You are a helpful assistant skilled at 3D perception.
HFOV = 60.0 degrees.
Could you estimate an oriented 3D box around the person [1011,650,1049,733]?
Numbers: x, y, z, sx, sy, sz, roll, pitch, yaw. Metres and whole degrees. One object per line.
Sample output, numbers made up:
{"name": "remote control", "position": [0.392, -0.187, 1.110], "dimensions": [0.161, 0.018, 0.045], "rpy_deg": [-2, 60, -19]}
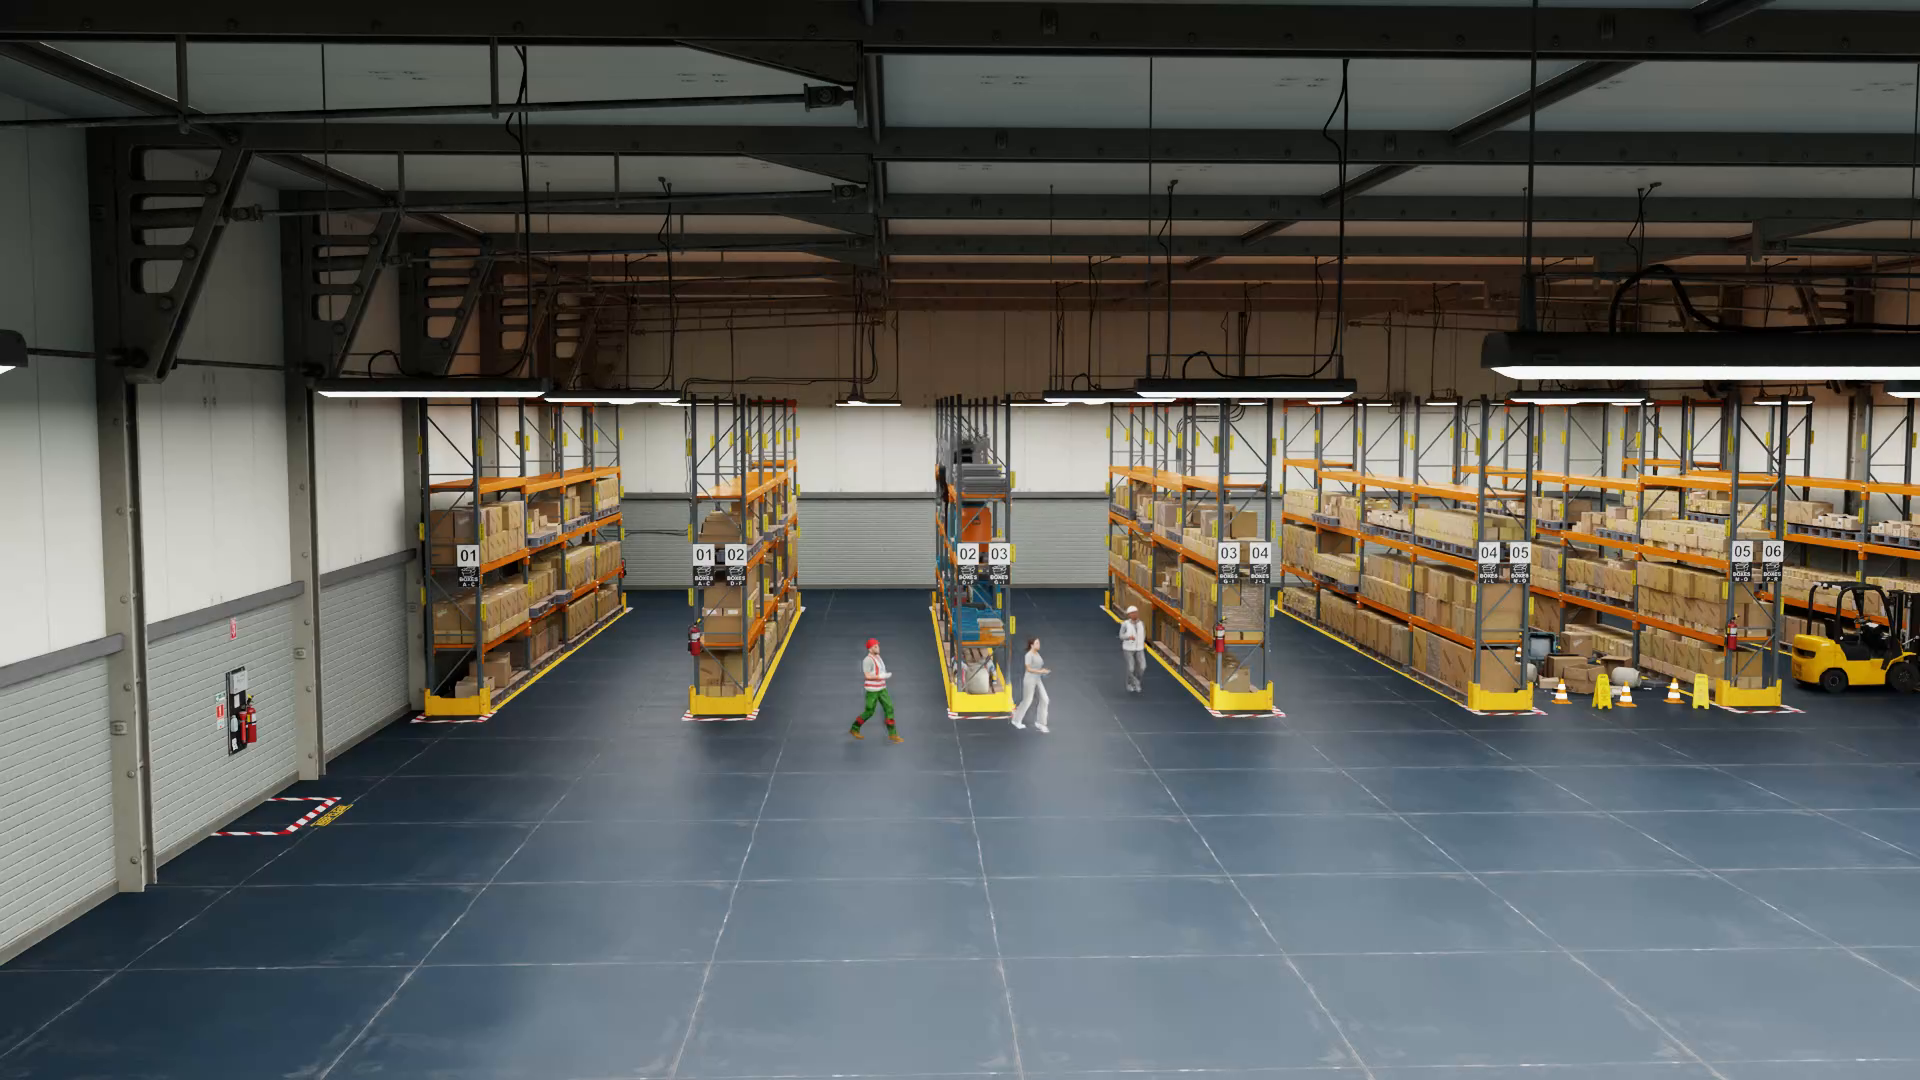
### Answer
{"name": "person", "position": [1.245, 2.692, 29.542], "dimensions": [0.701, 1.487, 0.534], "rpy_deg": [3, 5, 31]}

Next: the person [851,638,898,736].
{"name": "person", "position": [-1.466, 2.525, 28.534], "dimensions": [0.832, 1.686, 0.668], "rpy_deg": [2, 5, 28]}

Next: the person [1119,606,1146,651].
{"name": "person", "position": [3.526, 1.772, 33.444], "dimensions": [0.642, 0.880, 0.630], "rpy_deg": [-1, 5, -14]}
